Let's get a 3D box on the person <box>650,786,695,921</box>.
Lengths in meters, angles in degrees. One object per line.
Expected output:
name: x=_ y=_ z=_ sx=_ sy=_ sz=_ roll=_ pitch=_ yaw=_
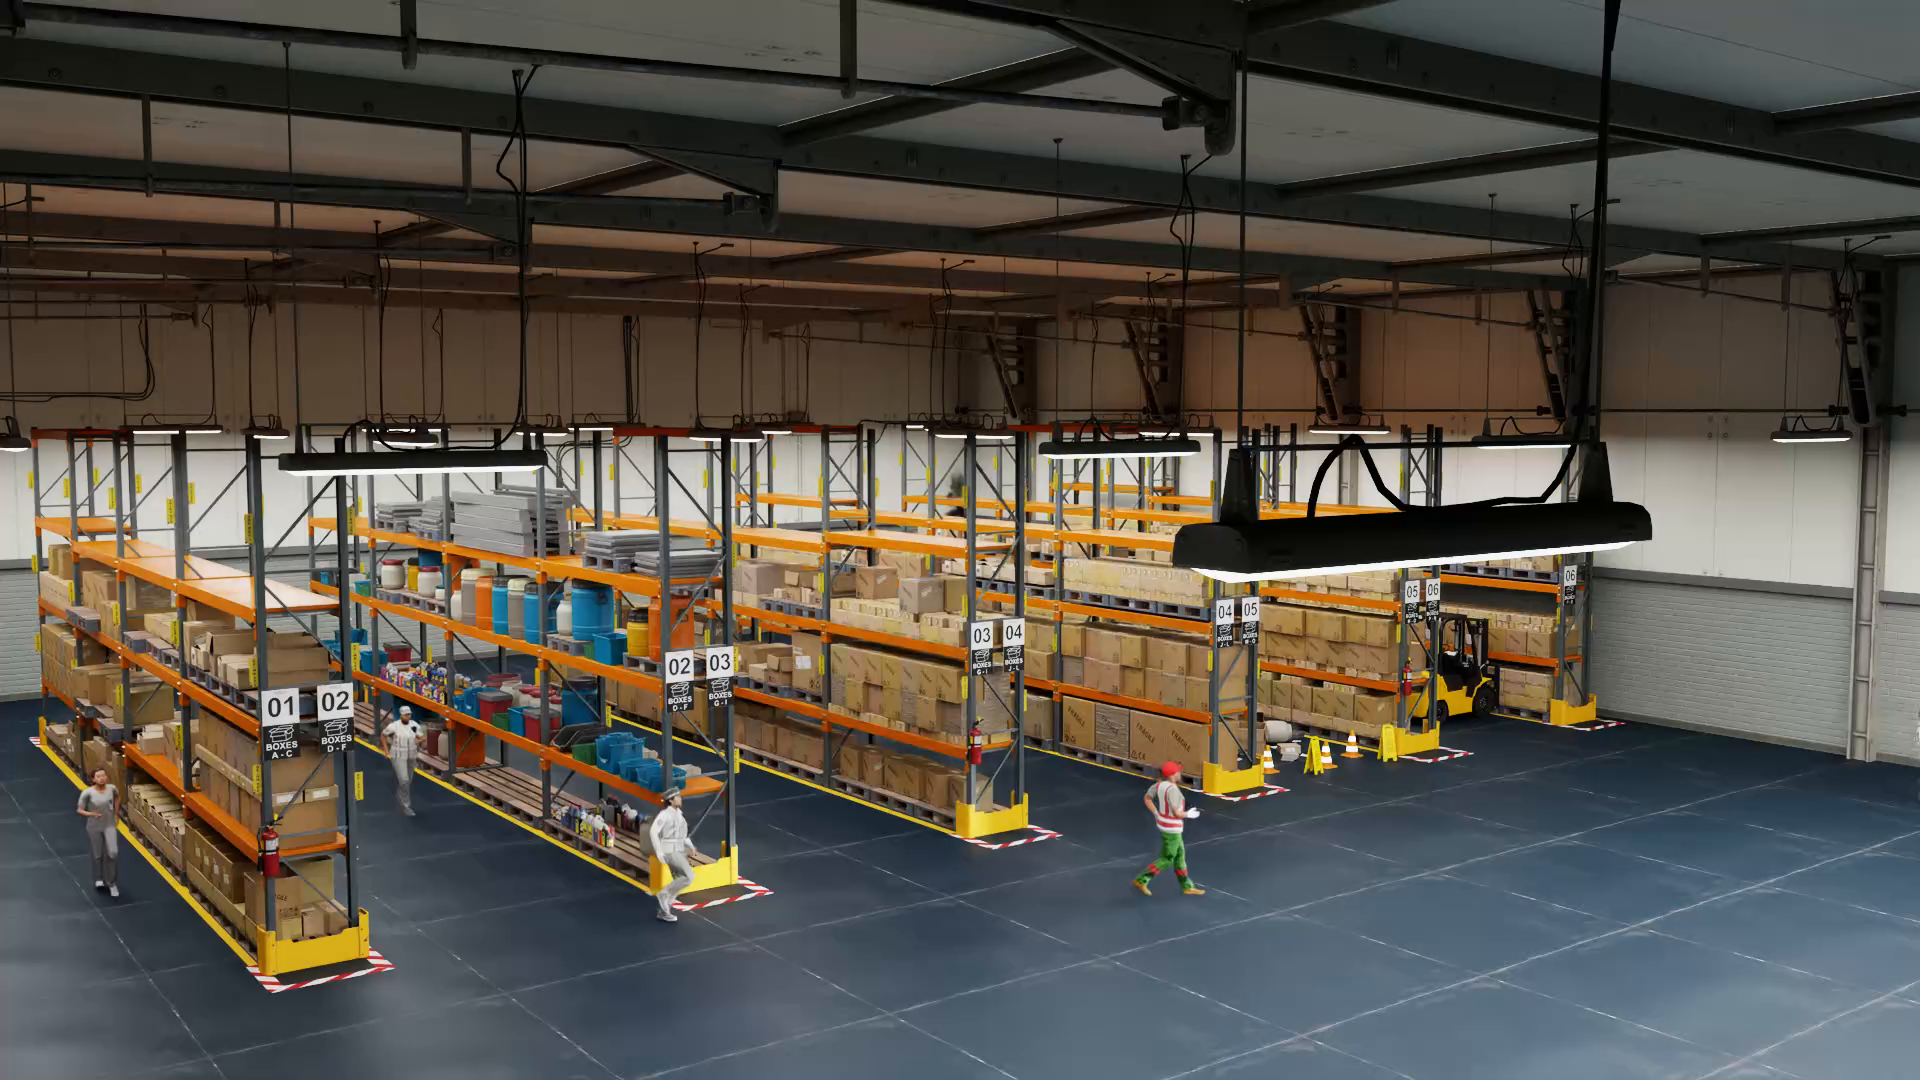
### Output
person: x=-3.508 y=3.887 z=20.740 sx=0.499 sy=1.622 sz=0.633 roll=1 pitch=5 yaw=11

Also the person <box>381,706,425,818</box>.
person: x=-8.728 y=3.441 z=26.117 sx=0.580 sy=1.711 sz=0.855 roll=-4 pitch=6 yaw=-43

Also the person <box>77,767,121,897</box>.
person: x=-11.219 y=3.804 z=21.714 sx=0.550 sy=1.716 sz=0.742 roll=-3 pitch=5 yaw=-35

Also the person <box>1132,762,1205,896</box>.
person: x=2.700 y=3.737 z=21.407 sx=1.008 sy=1.778 sz=0.648 roll=-1 pitch=5 yaw=-10
